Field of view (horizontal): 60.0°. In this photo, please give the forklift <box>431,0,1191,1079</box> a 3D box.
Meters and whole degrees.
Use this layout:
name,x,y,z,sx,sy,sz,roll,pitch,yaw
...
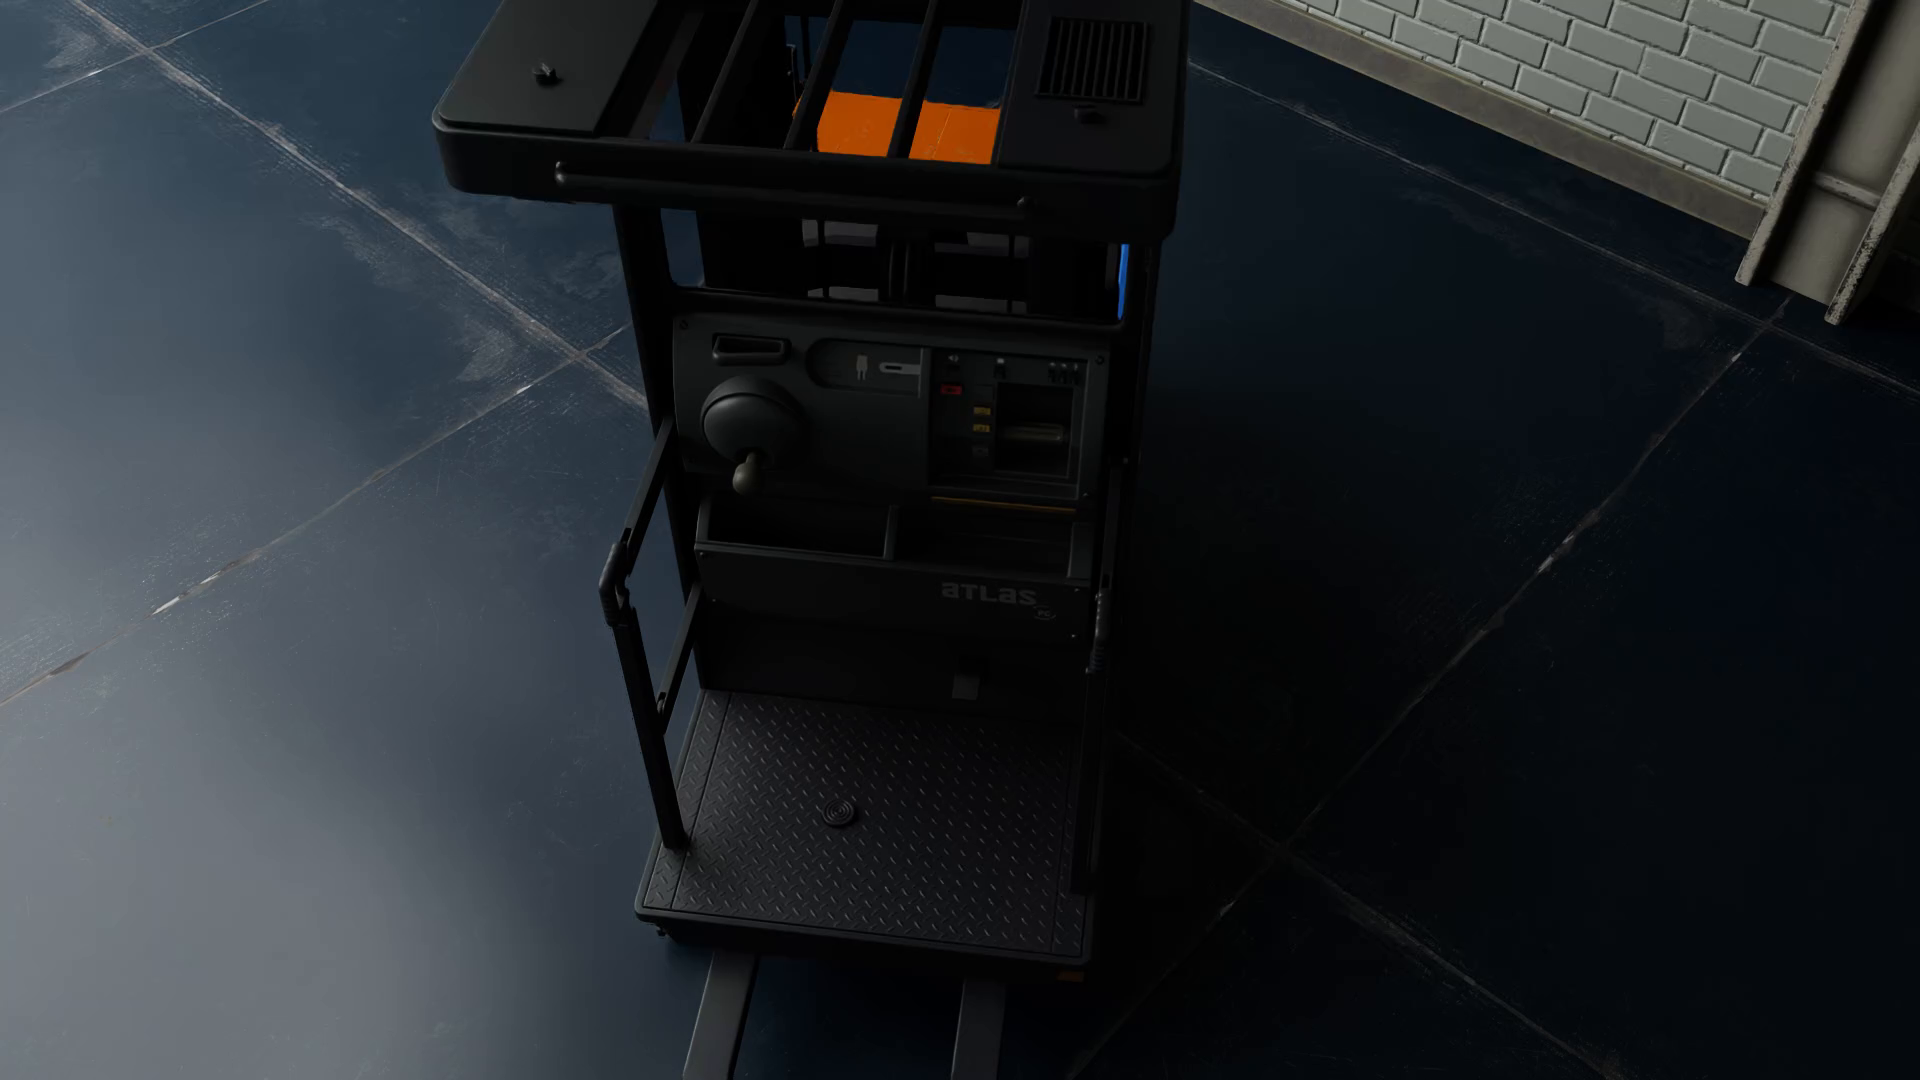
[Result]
name,x,y,z,sx,sy,sz,roll,pitch,yaw
forklift,-0.177,-0.171,3.400,1.130,2.935,3.031,5,47,5

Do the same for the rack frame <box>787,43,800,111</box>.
name,x,y,z,sx,sy,sz,roll,pitch,yaw
rack frame,-0.570,-0.975,5.394,0.032,1.125,0.500,8,47,8

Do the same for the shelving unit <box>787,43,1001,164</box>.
name,x,y,z,sx,sy,sz,roll,pitch,yaw
shelving unit,-0.072,-0.904,5.327,1.048,1.125,0.538,8,47,8

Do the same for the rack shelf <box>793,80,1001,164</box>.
name,x,y,z,sx,sy,sz,roll,pitch,yaw
rack shelf,-0.072,-1.104,5.113,1.000,0.278,0.538,8,47,8

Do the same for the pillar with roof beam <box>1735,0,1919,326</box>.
name,x,y,z,sx,sy,sz,roll,pitch,yaw
pillar with roof beam,0.195,-1.721,0.693,0.400,9.000,9.100,34,55,28
